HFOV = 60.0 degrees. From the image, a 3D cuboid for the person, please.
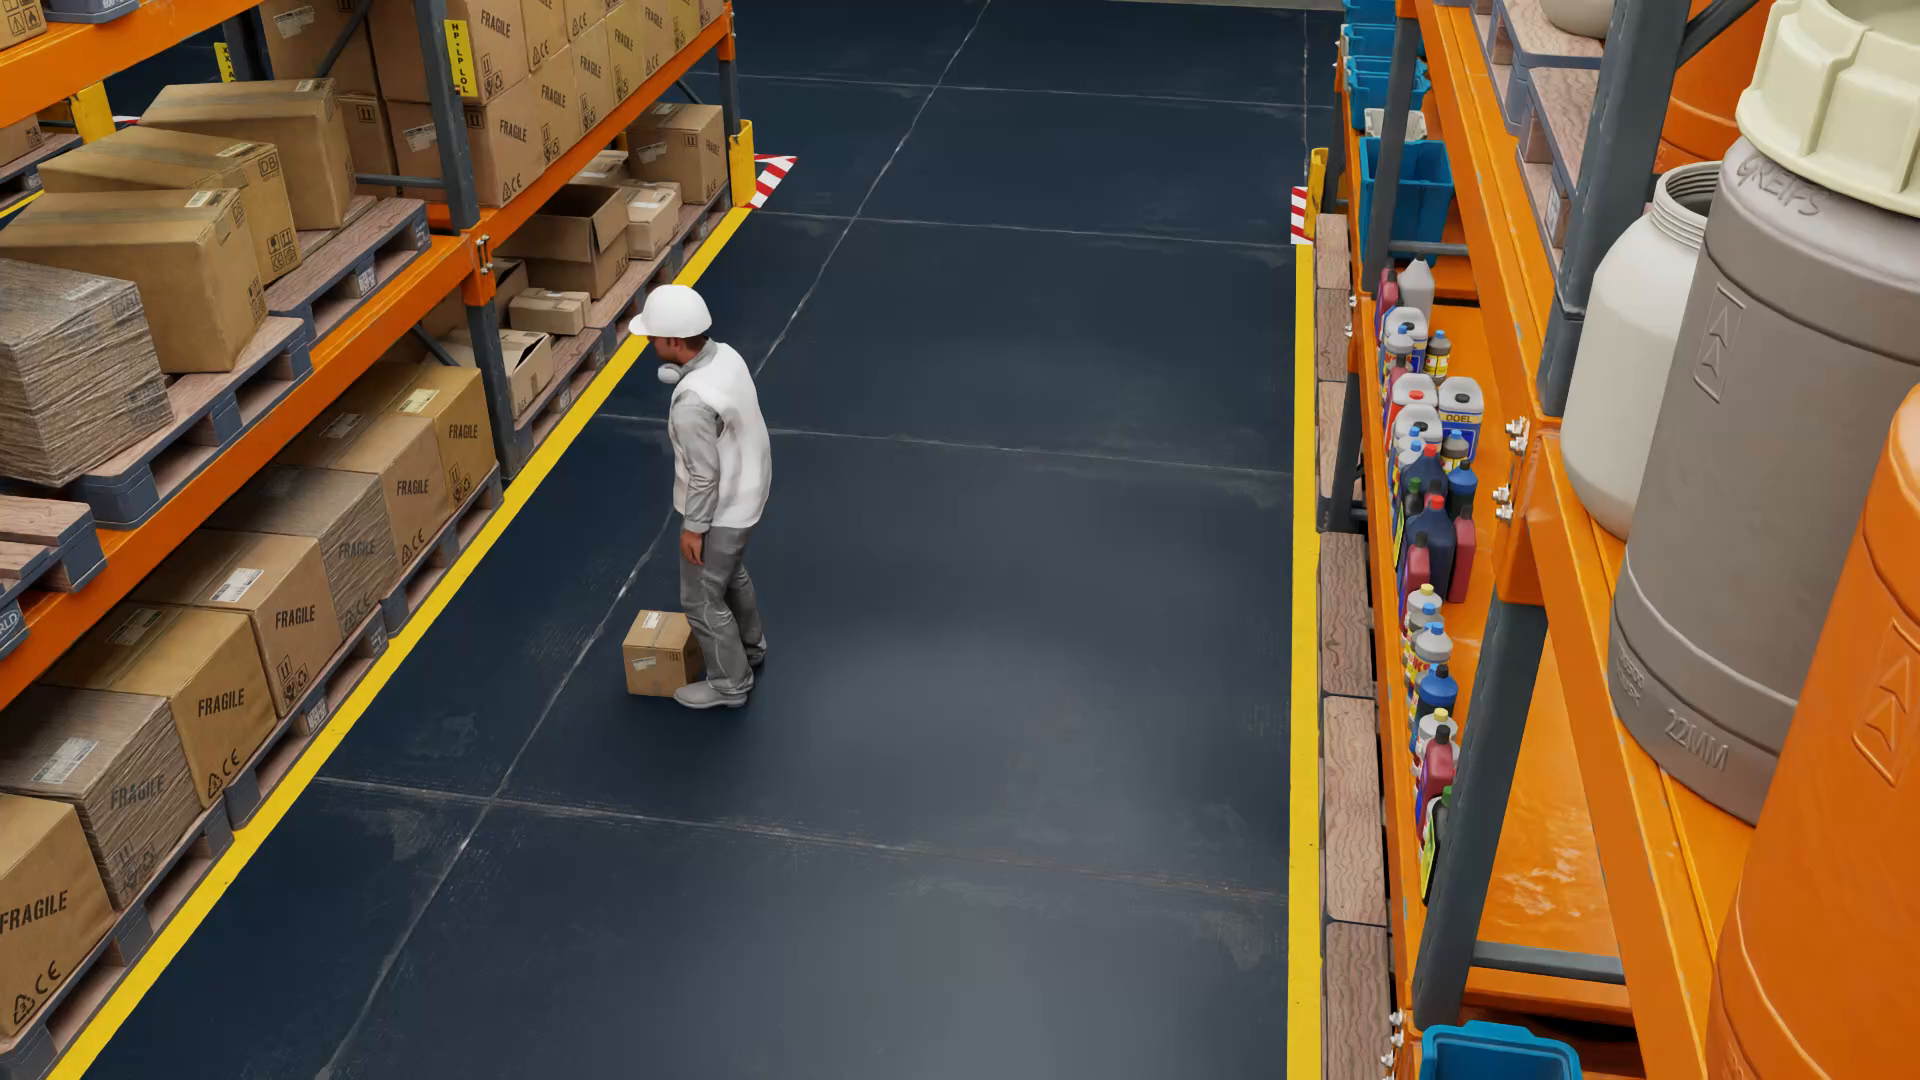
[{"bbox_3d":[-0.951,-0.157,6.364,0.466,1.769,0.579,4,32,6],"label":"person"}]
